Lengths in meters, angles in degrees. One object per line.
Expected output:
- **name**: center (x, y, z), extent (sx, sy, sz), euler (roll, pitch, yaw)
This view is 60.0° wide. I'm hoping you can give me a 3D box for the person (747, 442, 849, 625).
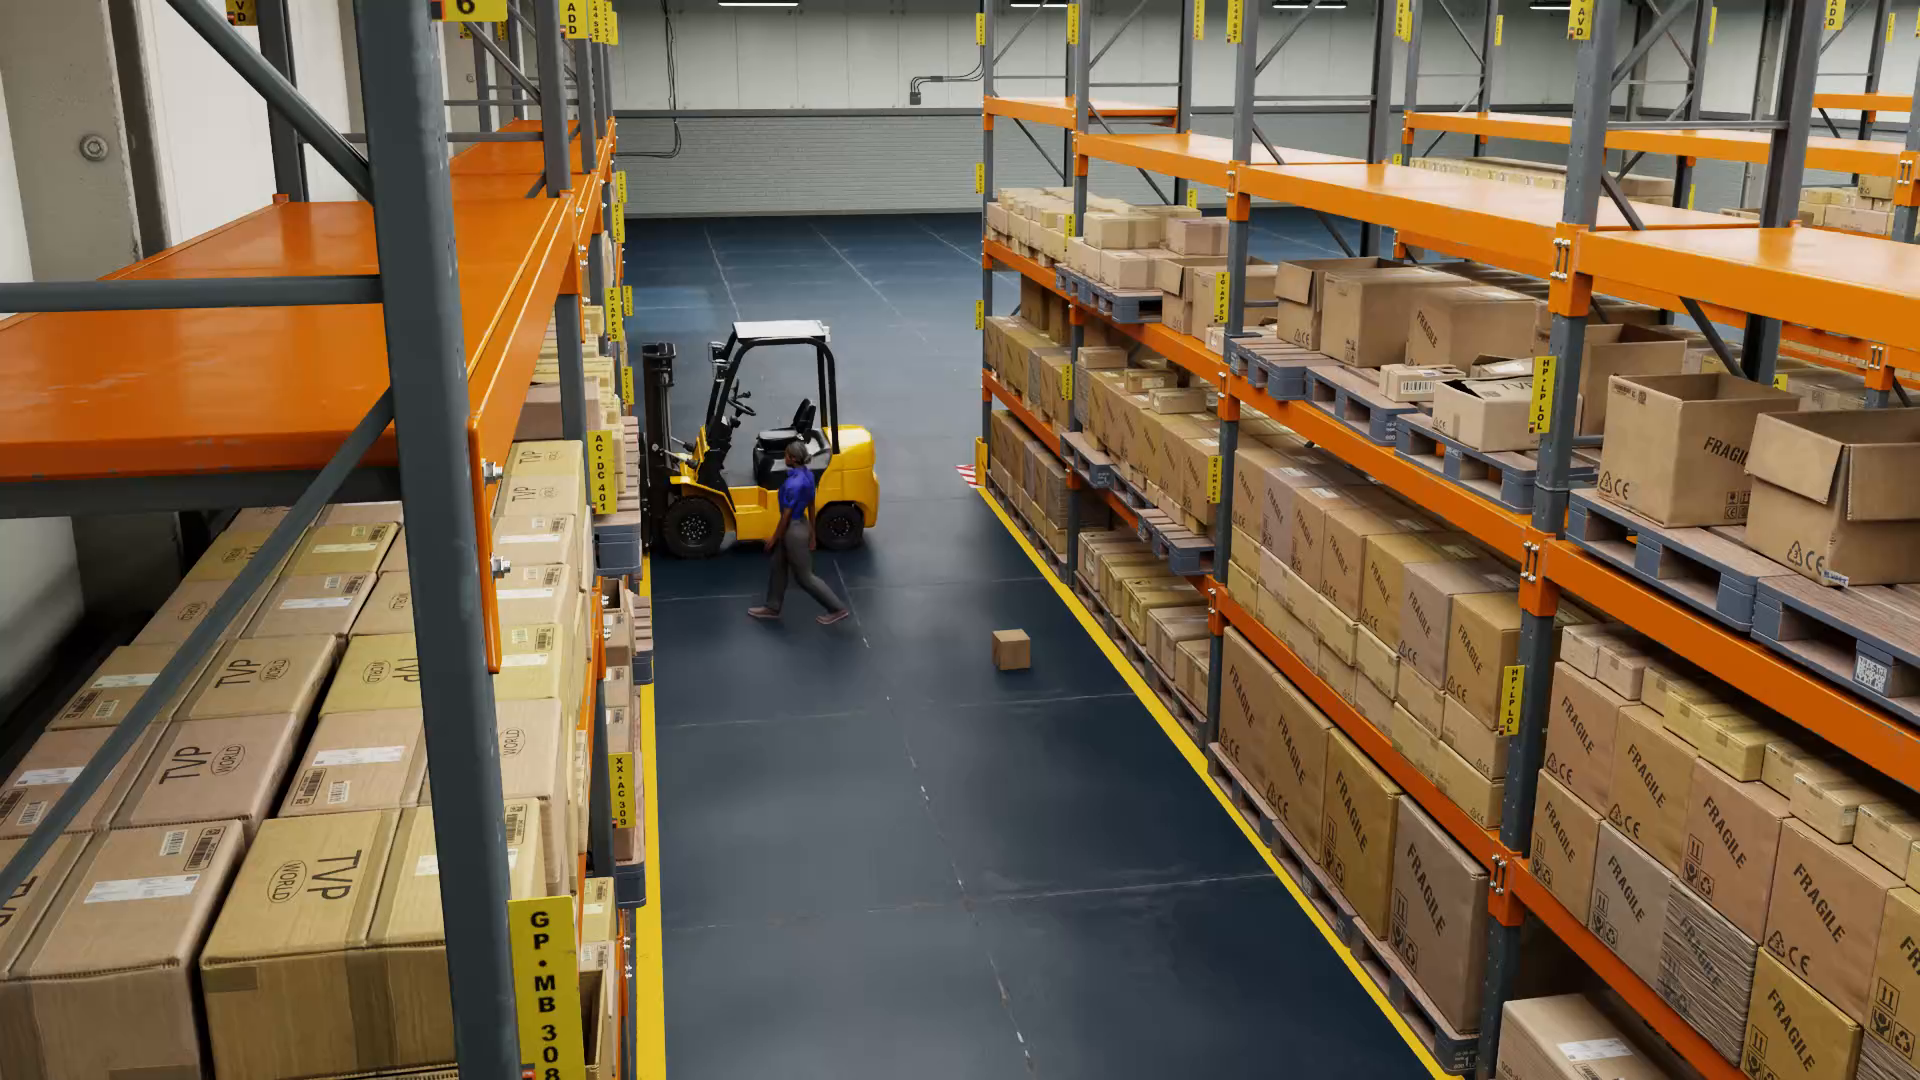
- **person**: center (-1.415, -0.052, 14.213), extent (0.951, 1.612, 0.456), euler (2, 17, 8)
